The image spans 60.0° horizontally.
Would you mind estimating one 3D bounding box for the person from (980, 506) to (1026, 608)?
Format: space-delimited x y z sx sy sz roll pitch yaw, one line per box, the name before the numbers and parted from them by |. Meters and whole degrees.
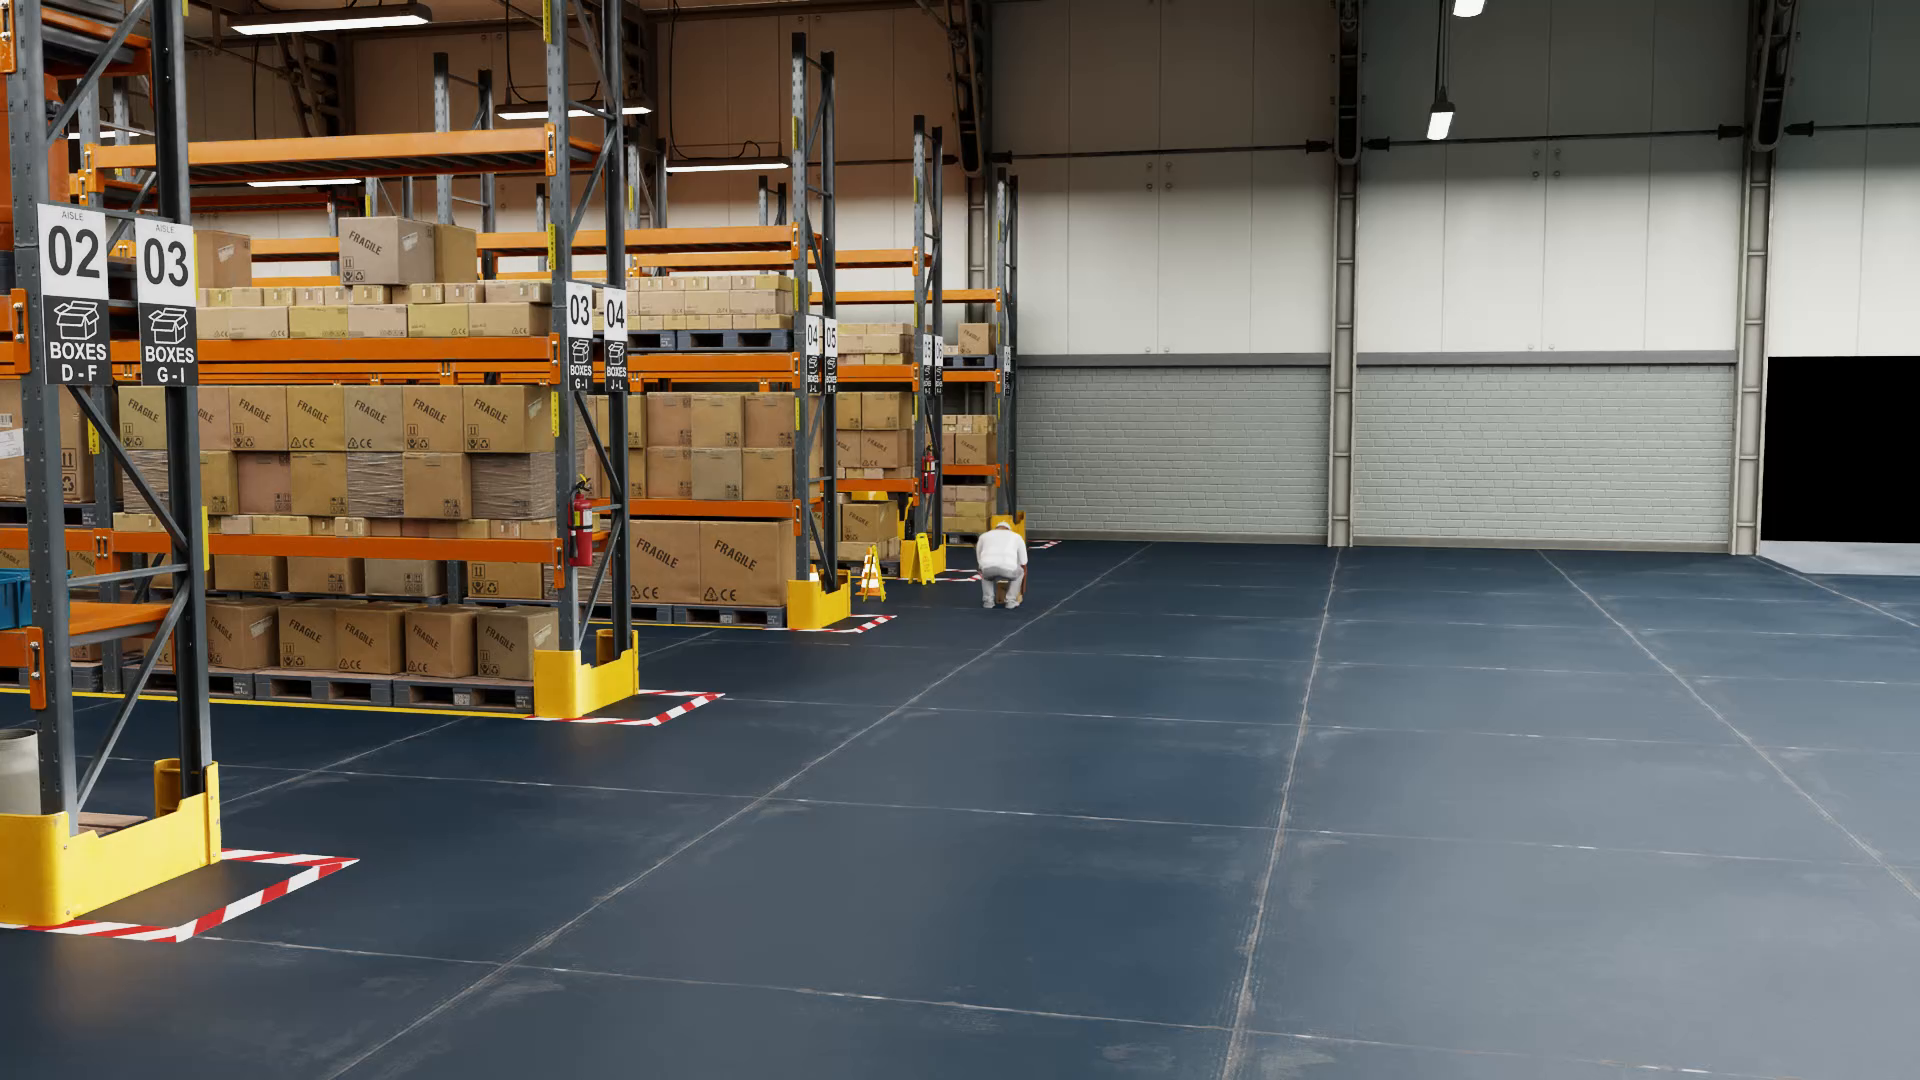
person | 0.498 0.187 19.004 0.477 1.118 0.979 1 5 12
